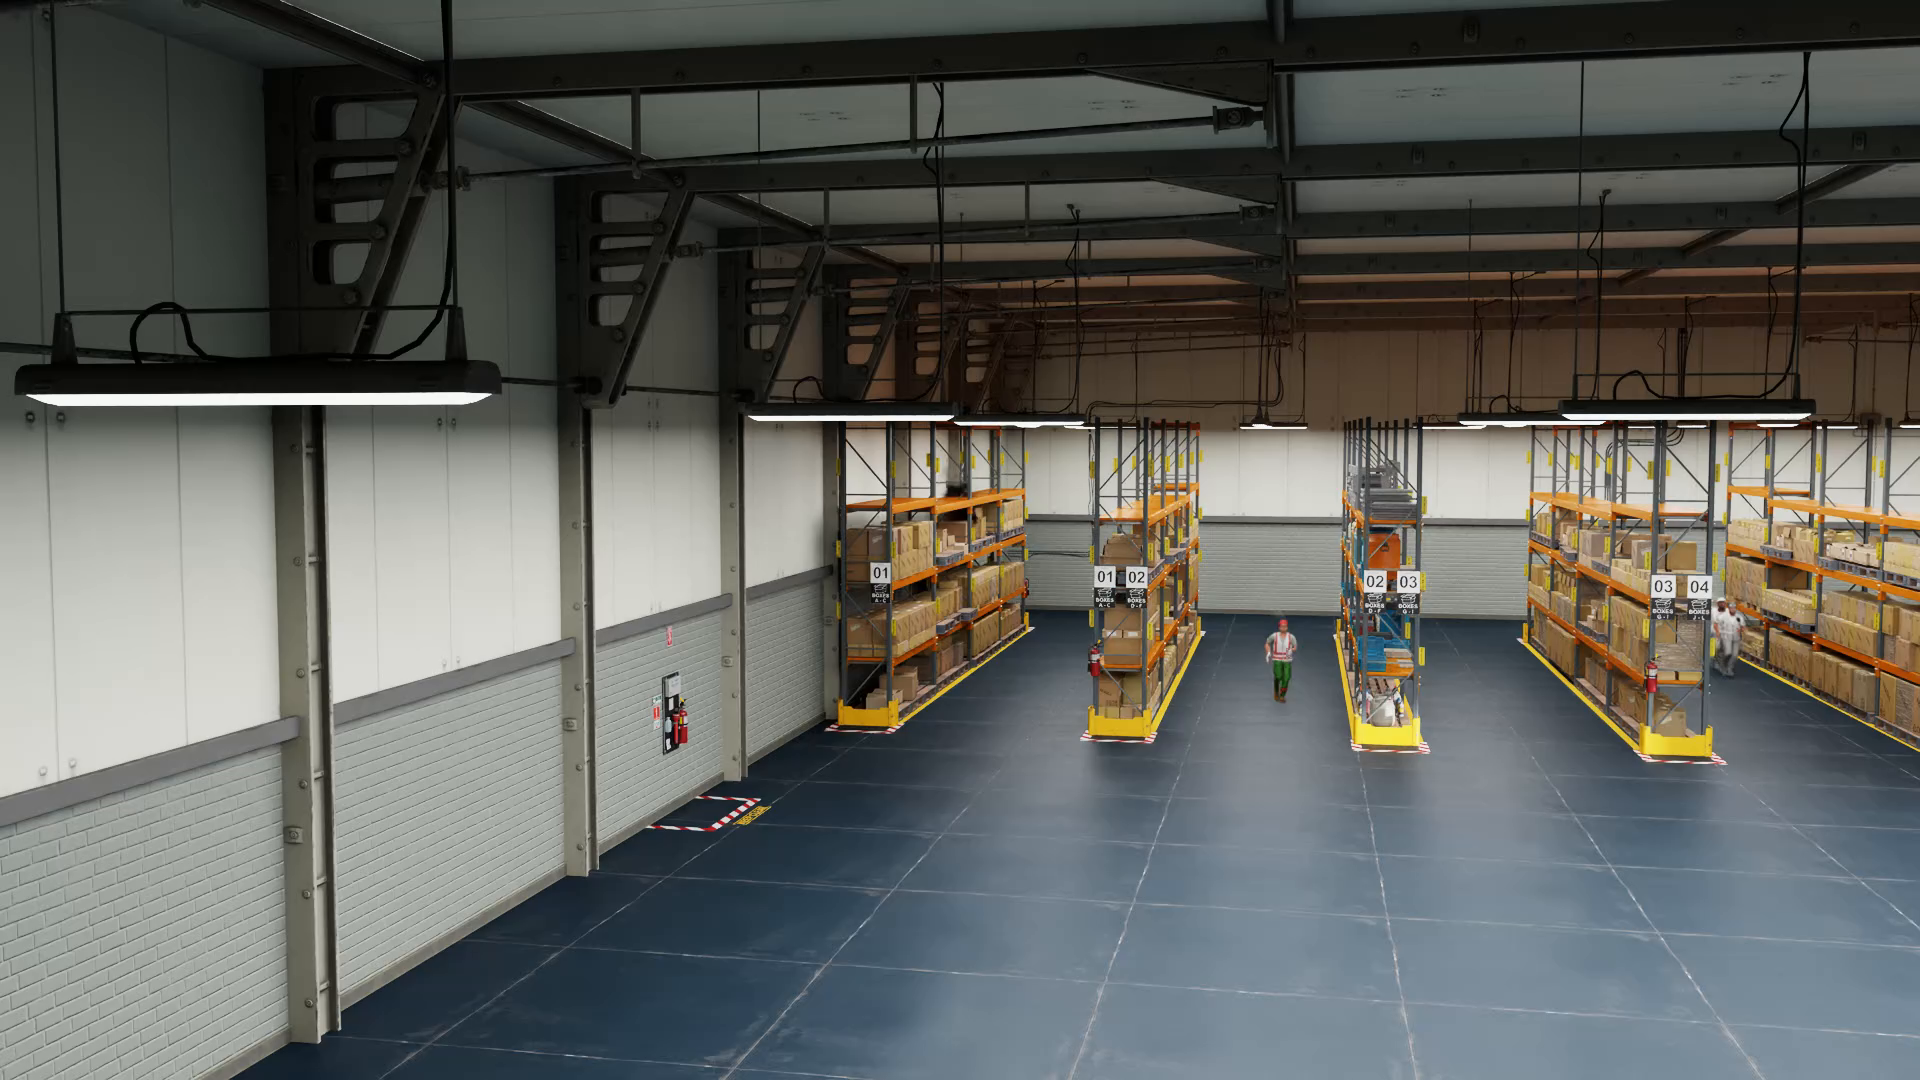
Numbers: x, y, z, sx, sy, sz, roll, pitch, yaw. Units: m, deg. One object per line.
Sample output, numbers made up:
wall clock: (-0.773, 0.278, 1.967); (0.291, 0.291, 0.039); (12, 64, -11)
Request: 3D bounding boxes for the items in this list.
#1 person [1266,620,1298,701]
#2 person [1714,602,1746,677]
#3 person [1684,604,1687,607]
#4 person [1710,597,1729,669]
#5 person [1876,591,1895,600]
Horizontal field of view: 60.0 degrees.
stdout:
person: (6.796, 2.555, 35.036); (0.649, 1.742, 0.642); (0, 4, 3)
person: (18.035, 2.320, 38.883); (0.647, 1.772, 0.672); (1, 4, 8)
person: (18.488, 2.194, 41.910); (0.554, 1.667, 0.930); (1, 4, 15)
person: (18.304, 2.251, 39.961); (0.661, 1.744, 0.591); (1, 4, 11)
person: (24.744, 1.949, 44.673); (0.725, 1.817, 0.642); (1, 4, 16)
